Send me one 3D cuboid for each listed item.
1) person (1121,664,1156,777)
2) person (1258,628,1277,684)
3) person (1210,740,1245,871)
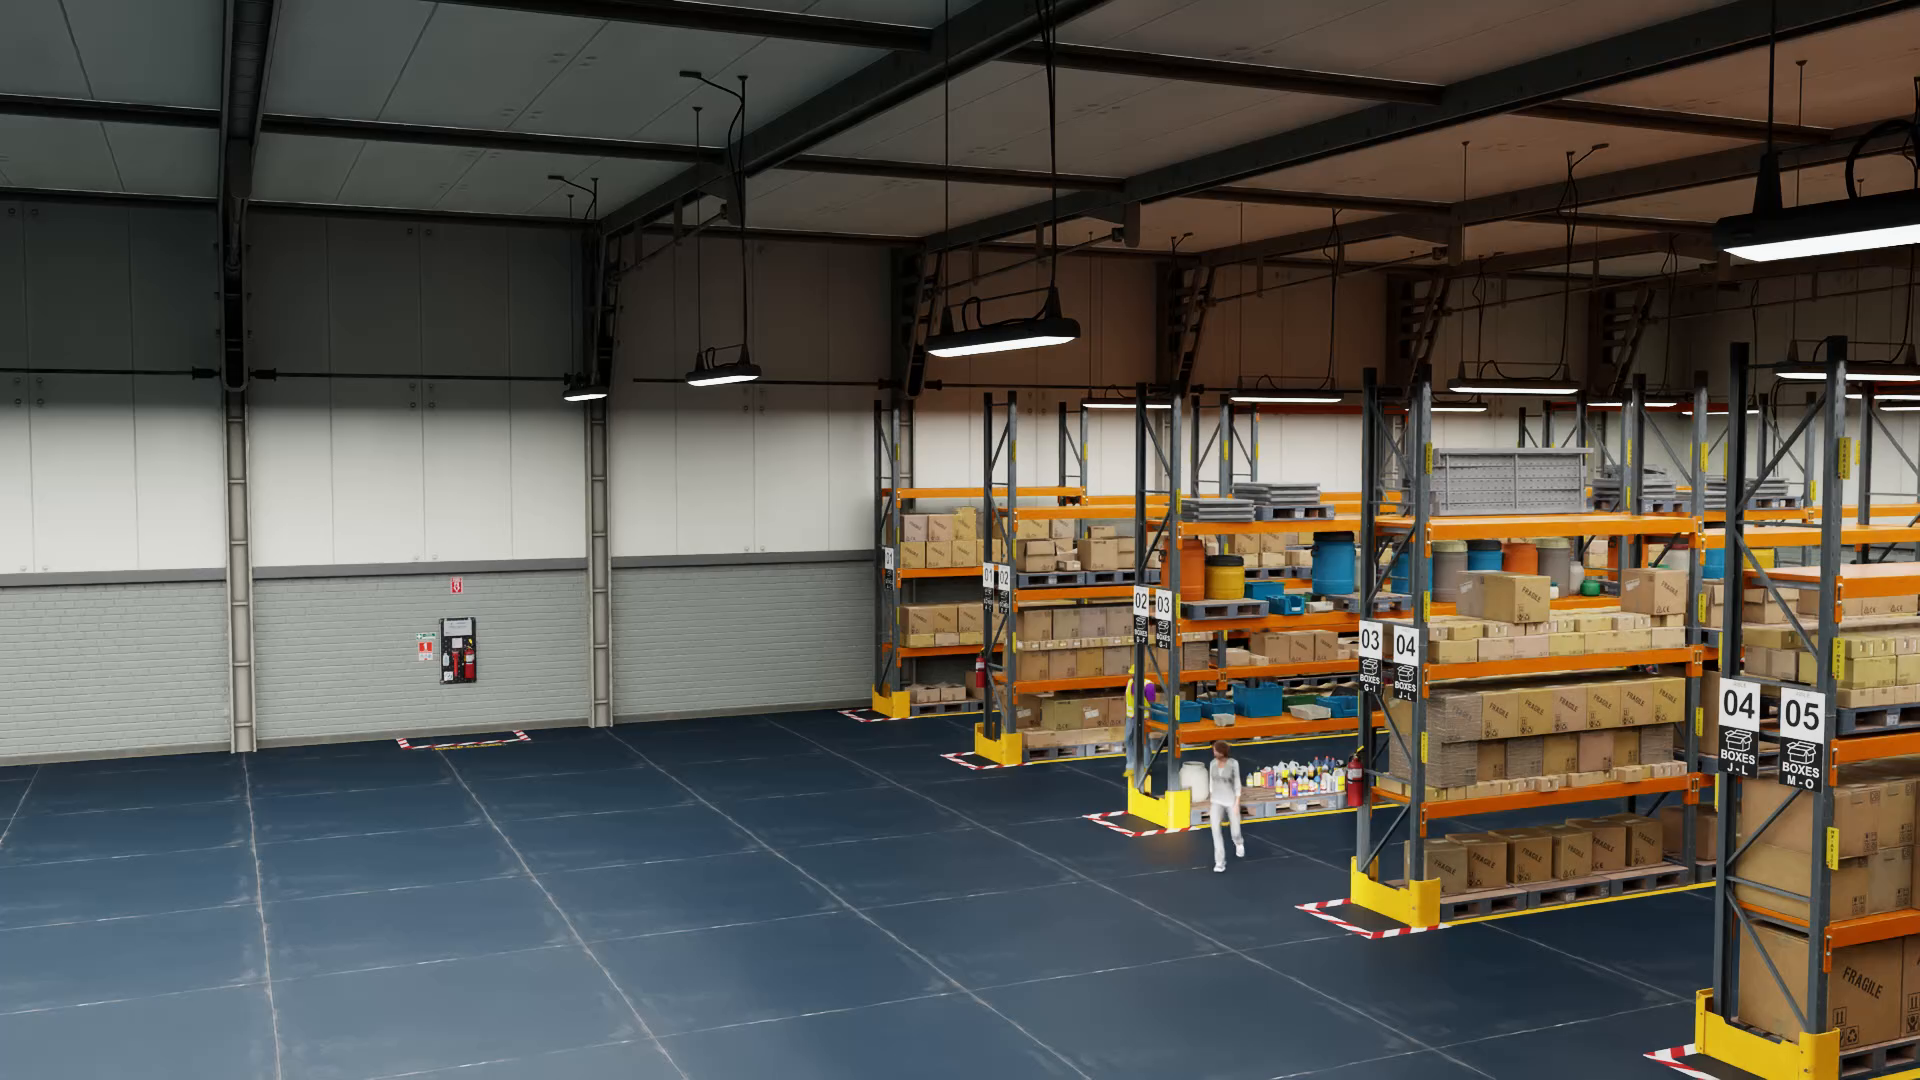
[{"bbox_3d":[2.780,2.796,25.810,0.629,1.832,0.510,3,5,45],"label":"person"},{"bbox_3d":[5.787,2.495,31.598,0.498,1.669,0.512,-2,4,-31],"label":"person"},{"bbox_3d":[3.231,3.204,20.252,0.419,1.540,0.828,1,4,22],"label":"person"}]
